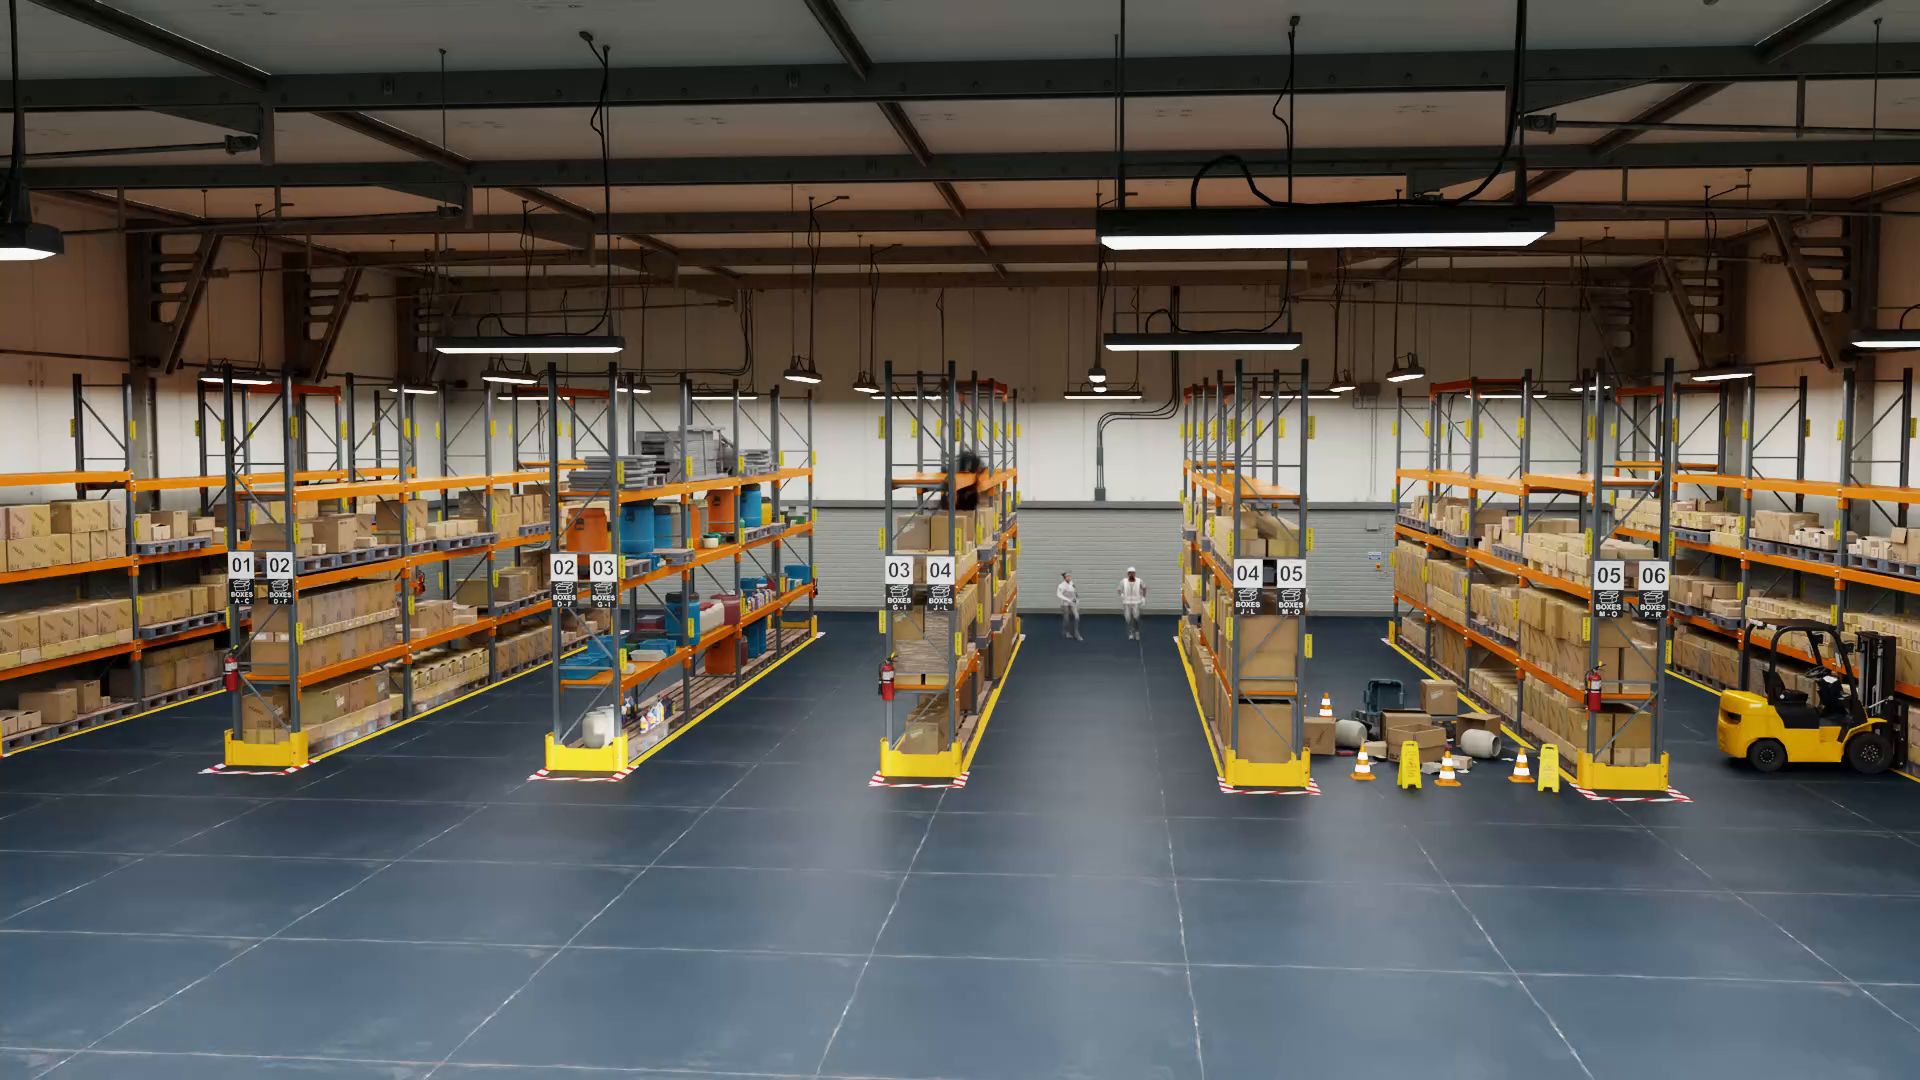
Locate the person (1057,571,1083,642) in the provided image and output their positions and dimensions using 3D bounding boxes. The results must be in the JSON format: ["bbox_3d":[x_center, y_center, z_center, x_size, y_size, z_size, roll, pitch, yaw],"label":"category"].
[{"bbox_3d":[2.558,1.562,39.727,0.631,1.680,0.813,-2,4,-23],"label":"person"}]

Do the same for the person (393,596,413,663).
[{"bbox_3d":[-11.166,1.975,33.412,0.599,1.736,0.848,0,4,7],"label":"person"}]

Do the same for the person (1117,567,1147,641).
[{"bbox_3d":[4.066,1.525,39.483,0.681,1.763,0.643,1,4,11],"label":"person"}]
